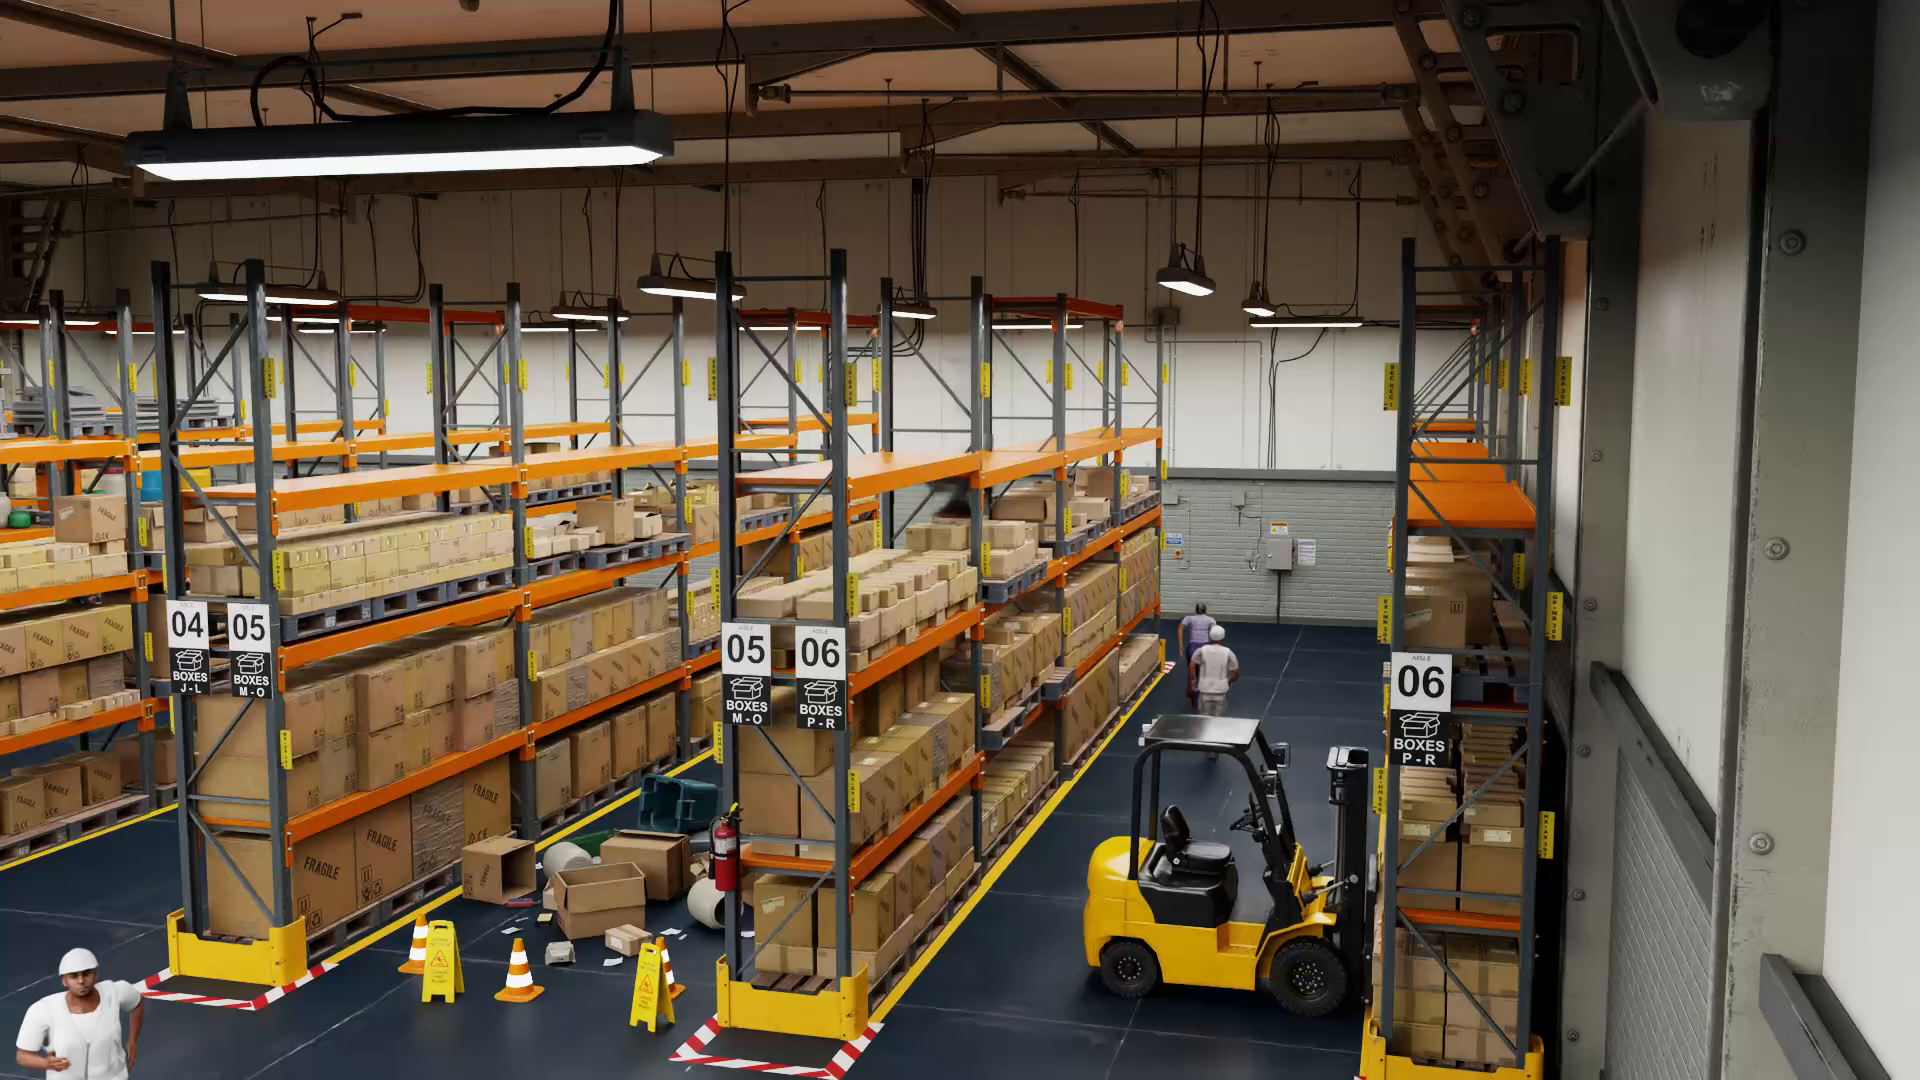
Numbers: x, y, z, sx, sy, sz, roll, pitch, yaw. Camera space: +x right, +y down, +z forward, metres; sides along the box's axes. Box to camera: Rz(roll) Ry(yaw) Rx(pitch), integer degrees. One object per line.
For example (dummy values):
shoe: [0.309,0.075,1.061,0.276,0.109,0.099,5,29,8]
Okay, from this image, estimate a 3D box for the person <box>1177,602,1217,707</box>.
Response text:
person: [3.617,1.727,25.201,0.584,1.583,0.641,2,6,19]

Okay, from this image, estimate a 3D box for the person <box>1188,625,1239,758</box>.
person: [3.348,1.981,21.953,0.654,1.744,0.532,1,6,11]

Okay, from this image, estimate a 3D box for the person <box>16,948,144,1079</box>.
person: [-5.180,3.269,9.839,0.672,1.807,0.804,-3,7,-27]
